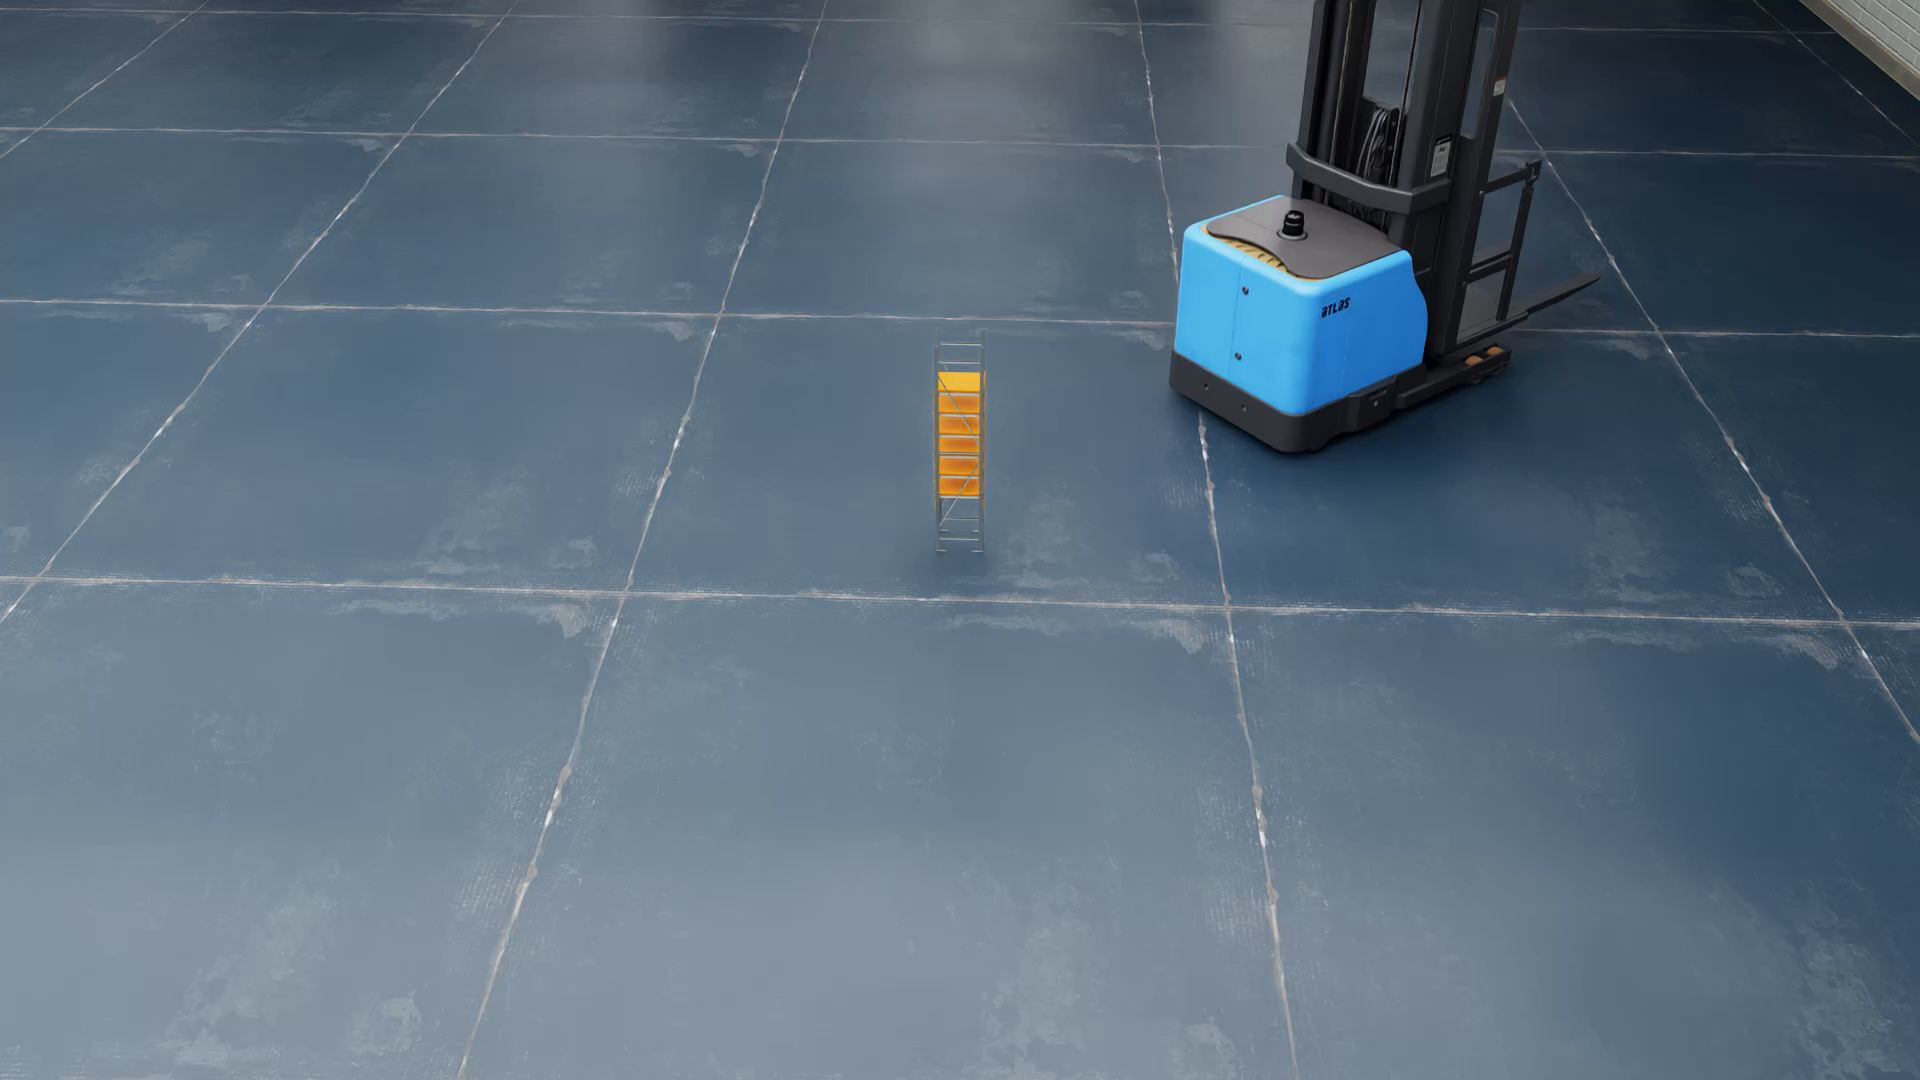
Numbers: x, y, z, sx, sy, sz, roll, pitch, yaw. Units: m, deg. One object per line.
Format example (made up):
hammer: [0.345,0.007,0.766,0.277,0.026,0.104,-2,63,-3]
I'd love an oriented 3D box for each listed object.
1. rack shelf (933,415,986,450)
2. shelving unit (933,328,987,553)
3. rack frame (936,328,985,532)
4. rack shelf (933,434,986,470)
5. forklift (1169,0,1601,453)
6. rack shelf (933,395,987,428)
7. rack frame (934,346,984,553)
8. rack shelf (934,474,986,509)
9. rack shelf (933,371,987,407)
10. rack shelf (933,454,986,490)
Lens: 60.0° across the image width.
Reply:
rack shelf: [-0.001,-0.544,8.295,0.258,0.103,0.180,1,35,2]
shelving unit: [-0.001,-0.483,8.339,0.258,1.200,0.189,1,35,2]
rack frame: [0.003,-0.535,8.414,0.240,1.200,0.006,1,35,2]
rack shelf: [-0.001,-0.446,8.364,0.258,0.103,0.180,1,35,2]
forklift: [2.730,-2.362,9.507,3.031,2.935,1.130,-23,41,-29]
rack shelf: [-0.001,-0.643,8.226,0.258,0.103,0.180,1,35,2]
rack frame: [-0.004,-0.430,8.264,0.240,1.200,0.006,1,35,2]
rack shelf: [-0.001,-0.250,8.502,0.258,0.103,0.180,1,35,2]
rack shelf: [-0.001,-0.741,8.157,0.258,0.103,0.180,1,35,2]
rack shelf: [-0.001,-0.348,8.433,0.258,0.103,0.180,1,35,2]
